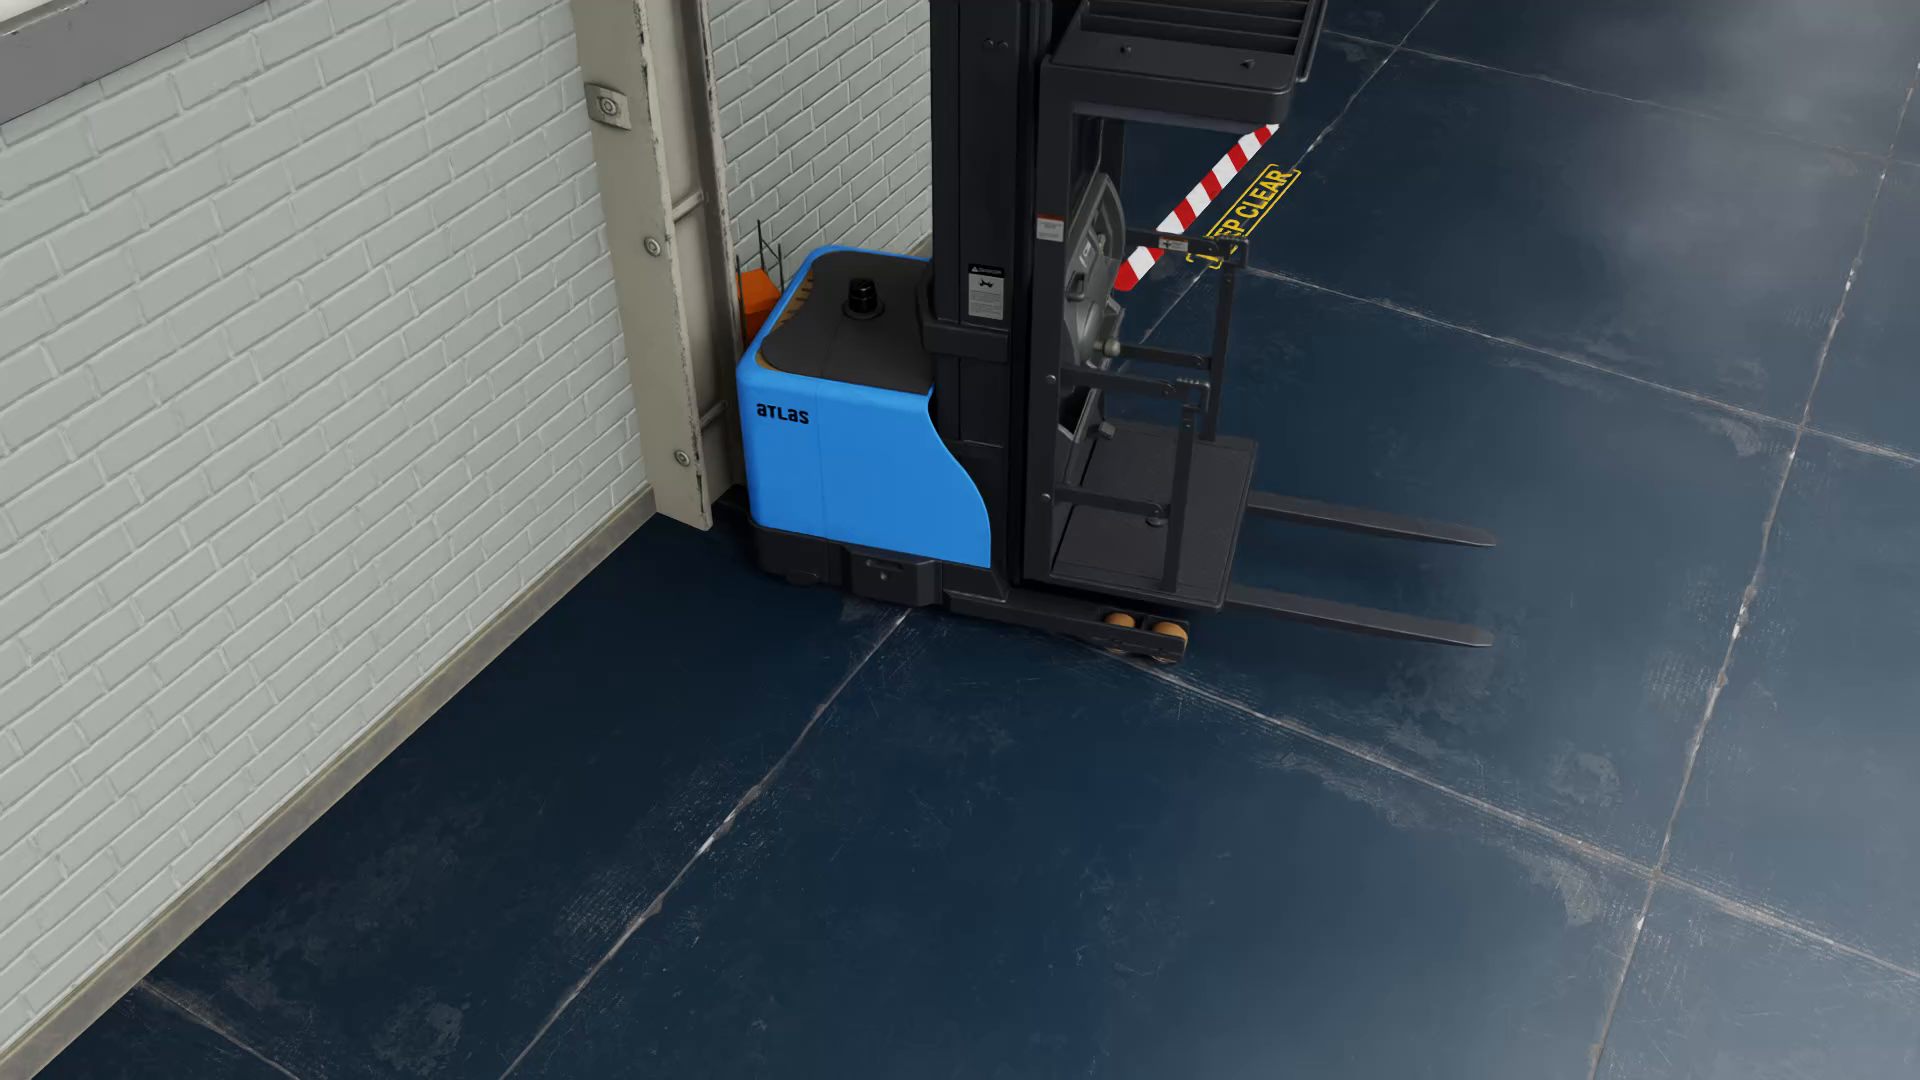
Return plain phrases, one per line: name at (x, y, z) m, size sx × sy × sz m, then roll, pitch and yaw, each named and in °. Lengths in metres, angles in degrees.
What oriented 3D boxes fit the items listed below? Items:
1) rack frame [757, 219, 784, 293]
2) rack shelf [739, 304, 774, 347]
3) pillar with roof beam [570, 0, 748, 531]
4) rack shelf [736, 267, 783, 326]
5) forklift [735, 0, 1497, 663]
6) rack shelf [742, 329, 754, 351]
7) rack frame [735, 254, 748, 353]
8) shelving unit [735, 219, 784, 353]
rack frame at (-0.792, -0.825, 7.278) m, size 0.006 × 1.200 × 0.240 m, roll -19°, pitch 45°, yaw -21°
rack shelf at (-0.873, -0.943, 7.117) m, size 0.180 × 0.103 × 0.258 m, roll -19°, pitch 45°, yaw -21°
pillar with roof beam at (2.580, -2.155, 2.888) m, size 9.100 × 9.000 × 0.400 m, roll 21°, pitch 45°, yaw 22°
rack shelf at (-0.872, -1.033, 7.038) m, size 0.180 × 0.103 × 0.258 m, roll -19°, pitch 45°, yaw -21°
forklift at (0.690, -0.999, 6.167) m, size 3.031 × 2.935 × 1.130 m, roll 10°, pitch 42°, yaw 11°
rack shelf at (-0.873, -0.853, 7.196) m, size 0.180 × 0.103 × 0.258 m, roll -19°, pitch 45°, yaw -21°
rack frame at (-0.954, -0.768, 7.214) m, size 0.006 × 1.200 × 0.240 m, roll -19°, pitch 45°, yaw -21°
shelving unit at (-0.873, -0.796, 7.246) m, size 0.189 × 1.200 × 0.258 m, roll -19°, pitch 45°, yaw -21°
